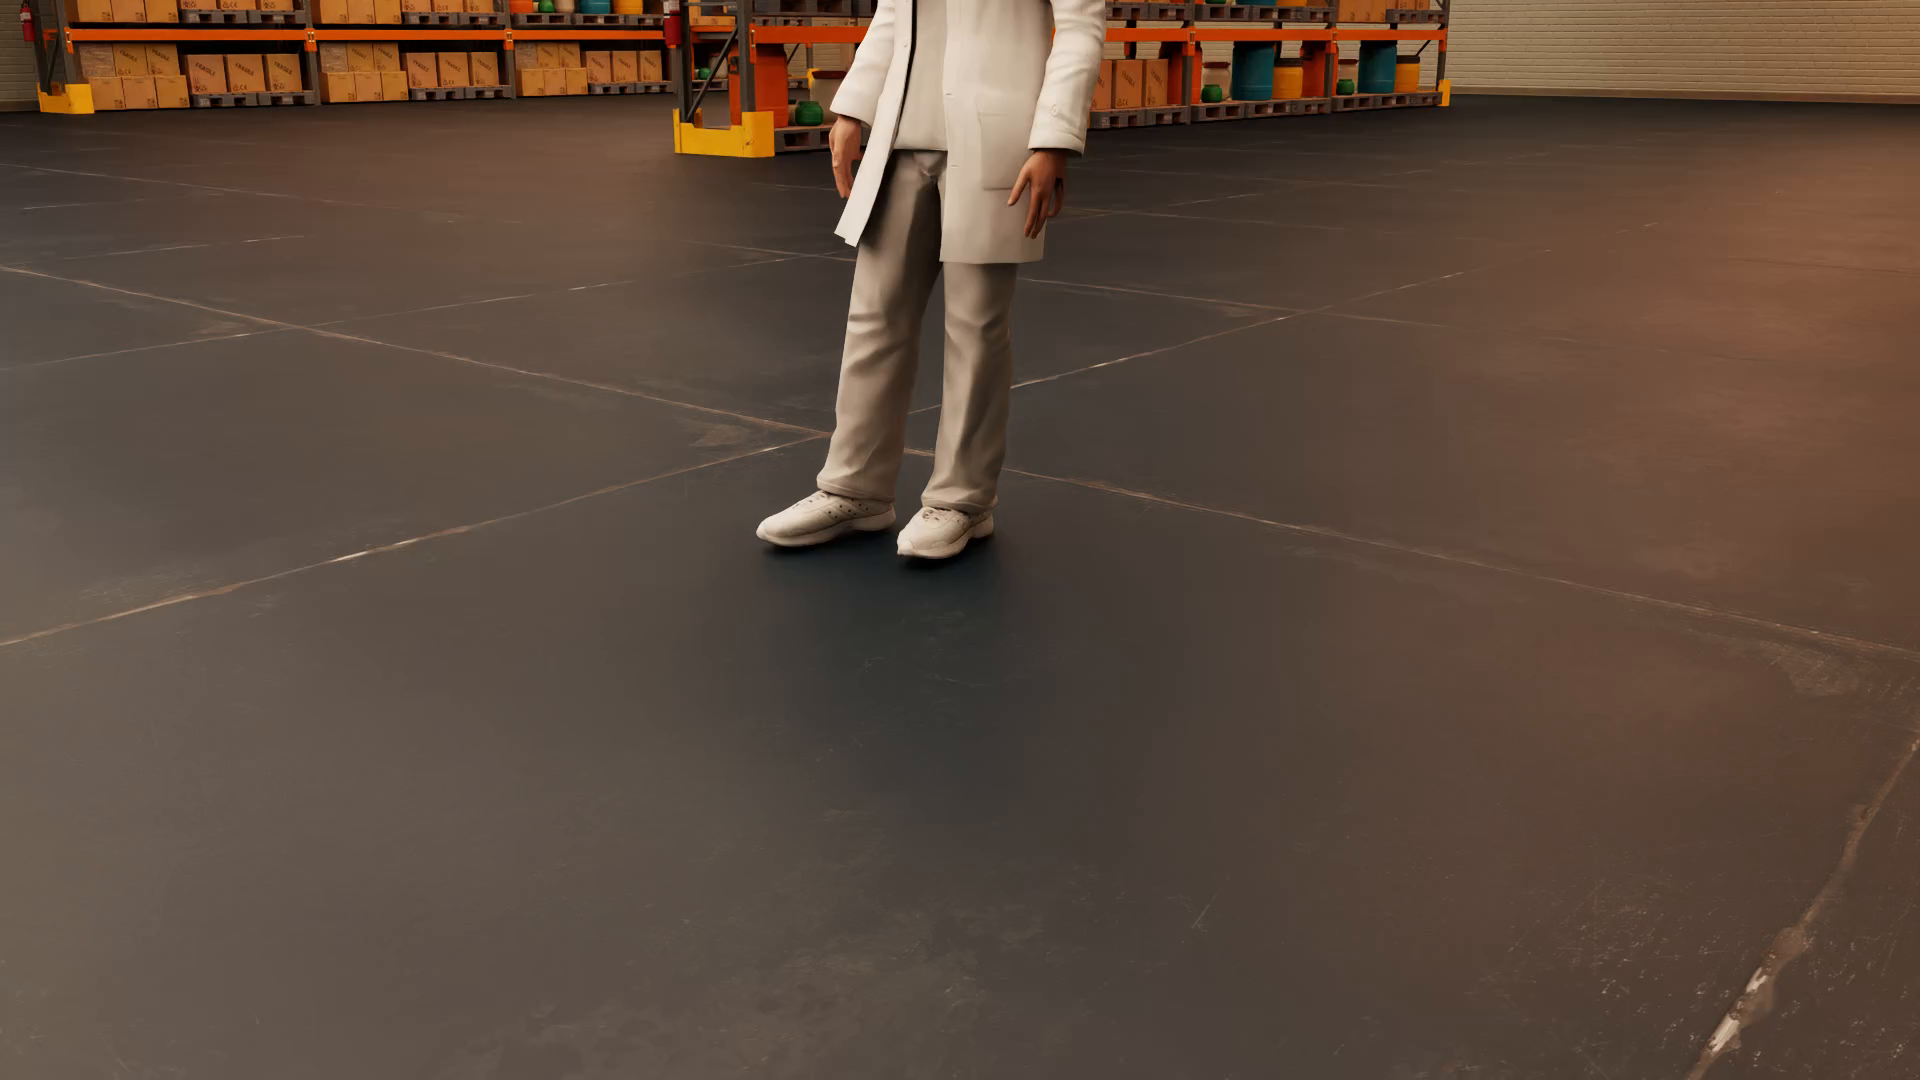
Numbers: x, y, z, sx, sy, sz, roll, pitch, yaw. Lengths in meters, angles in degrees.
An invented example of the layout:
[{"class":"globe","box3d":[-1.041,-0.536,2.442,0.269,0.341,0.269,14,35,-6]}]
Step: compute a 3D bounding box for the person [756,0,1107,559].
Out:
[{"class":"person","box3d":[-0.061,-0.838,3.618,0.696,1.775,0.581,13,21,37]}]
